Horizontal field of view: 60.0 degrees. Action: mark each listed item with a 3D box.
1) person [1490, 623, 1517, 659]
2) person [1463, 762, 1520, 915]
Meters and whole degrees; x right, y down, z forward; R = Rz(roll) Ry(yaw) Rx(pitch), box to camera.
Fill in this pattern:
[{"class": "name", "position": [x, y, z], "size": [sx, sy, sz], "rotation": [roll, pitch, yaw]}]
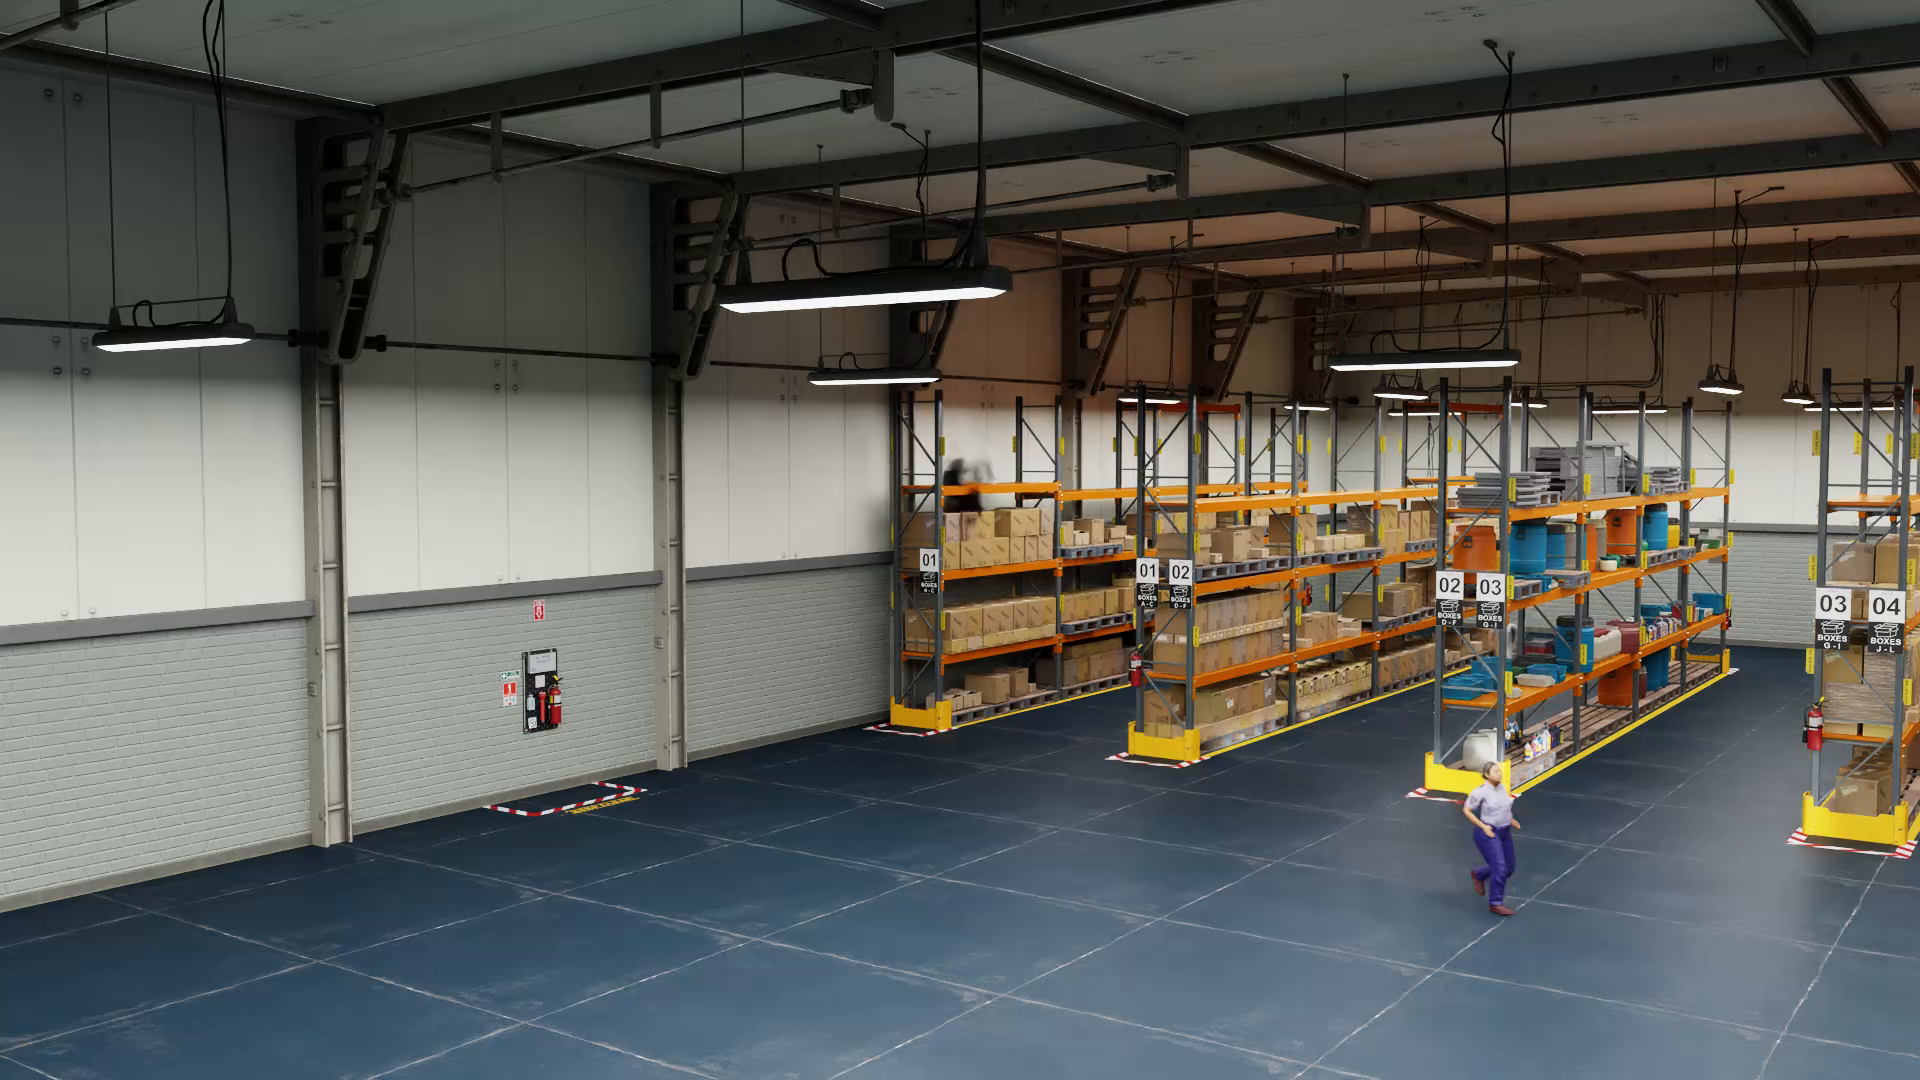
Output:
[{"class": "person", "position": [10.999, 2.272, 33.641], "size": [0.509, 1.709, 0.837], "rotation": [2, 4, 30]}, {"class": "person", "position": [5.722, 3.194, 17.961], "size": [0.613, 1.591, 0.688], "rotation": [-2, 4, -31]}]
